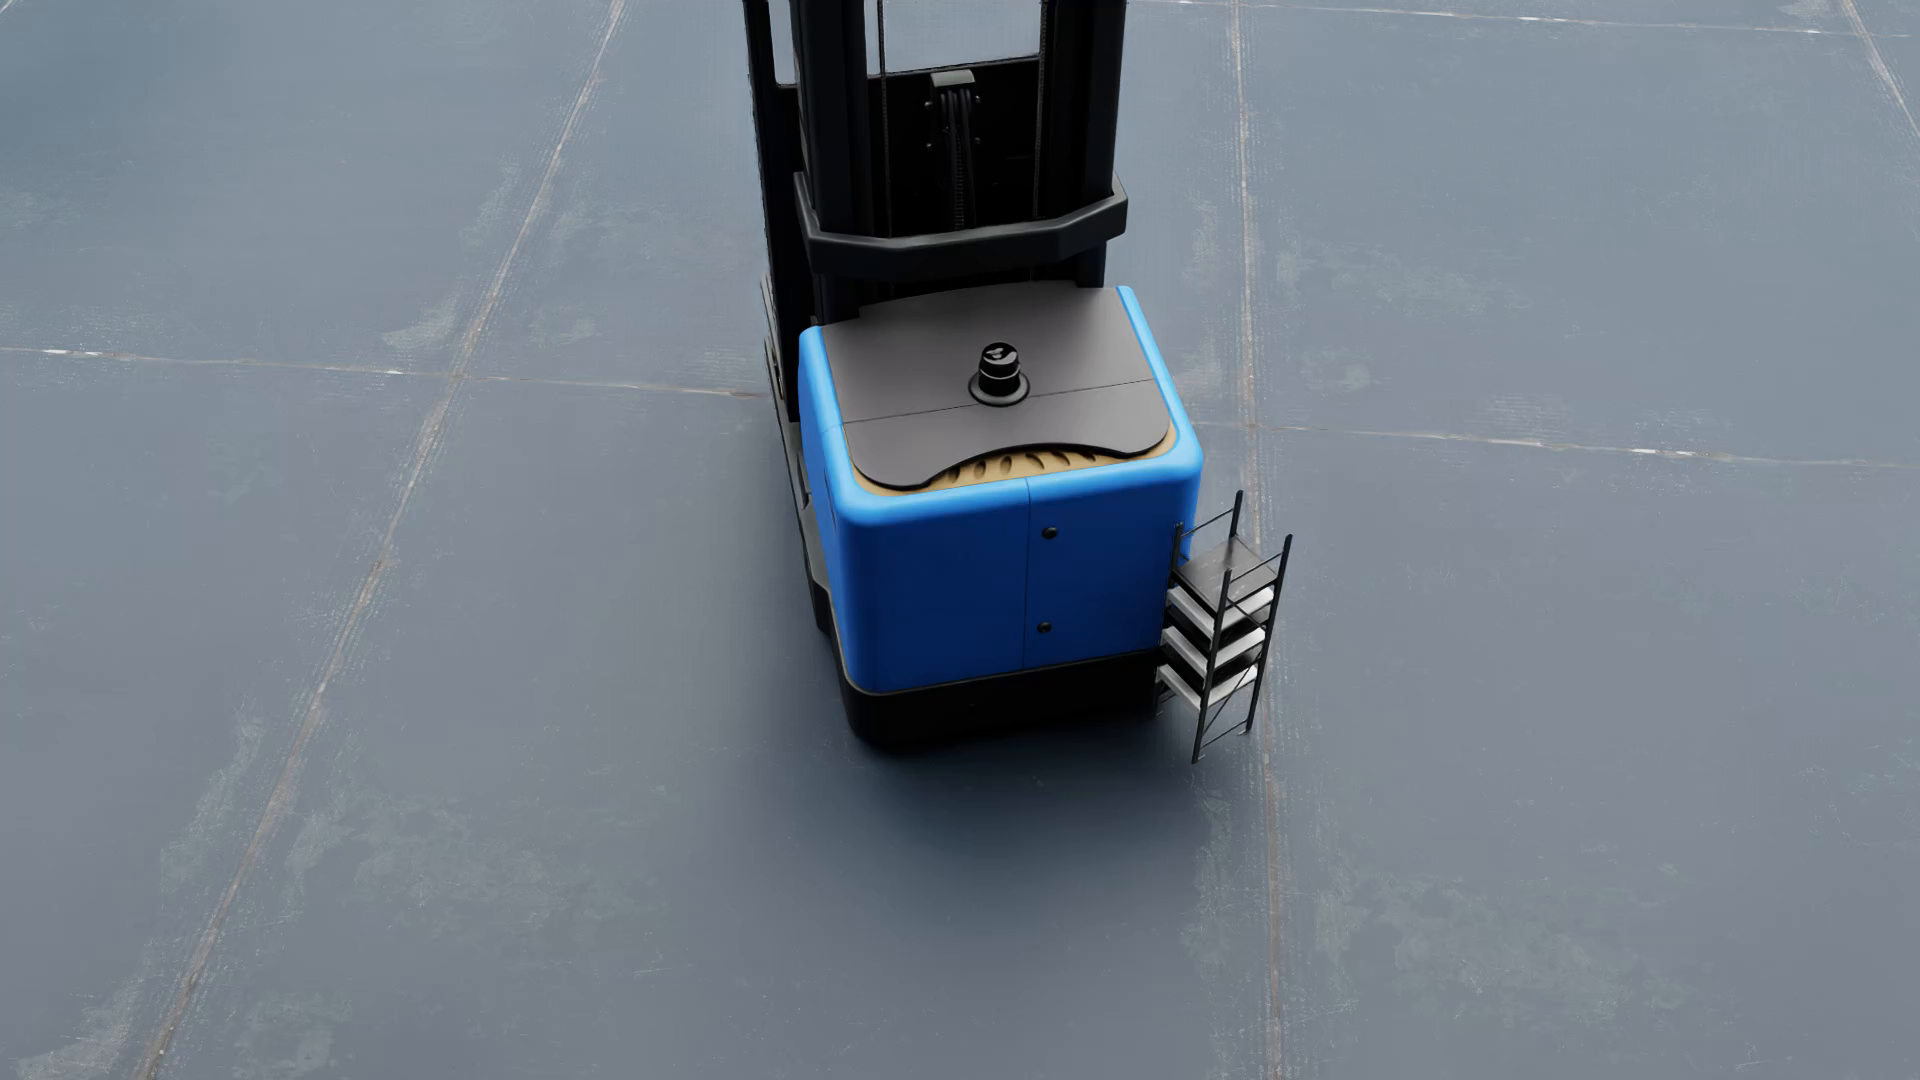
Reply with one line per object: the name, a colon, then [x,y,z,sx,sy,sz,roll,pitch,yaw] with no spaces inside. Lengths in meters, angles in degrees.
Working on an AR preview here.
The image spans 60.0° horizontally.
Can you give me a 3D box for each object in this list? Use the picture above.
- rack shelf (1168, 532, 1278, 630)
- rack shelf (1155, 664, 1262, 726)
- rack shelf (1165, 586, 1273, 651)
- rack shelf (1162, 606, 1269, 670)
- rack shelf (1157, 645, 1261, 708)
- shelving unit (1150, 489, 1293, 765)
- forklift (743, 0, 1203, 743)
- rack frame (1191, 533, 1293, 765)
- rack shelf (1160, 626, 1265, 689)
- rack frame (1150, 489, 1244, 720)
rack shelf: [0.753,0.115,4.714,0.258,0.077,0.200,-27,53,-22]
rack shelf: [0.754,0.418,5.046,0.258,0.077,0.200,-27,53,-22]
rack shelf: [0.753,0.175,4.780,0.258,0.077,0.200,-27,53,-22]
rack shelf: [0.753,0.236,4.847,0.258,0.077,0.200,-27,53,-22]
rack shelf: [0.754,0.357,4.980,0.258,0.077,0.200,-27,53,-22]
shelving unit: [0.753,0.274,4.889,0.258,0.900,0.210,-27,53,-22]
forklift: [-0.117,-1.477,5.115,1.130,2.935,3.031,-9,48,-8]
rack frame: [0.811,0.336,4.832,0.240,0.900,0.006,-27,53,-22]
rack shelf: [0.753,0.297,4.913,0.258,0.077,0.200,-27,53,-22]
rack frame: [0.696,0.212,4.945,0.240,0.900,0.006,-27,53,-22]
